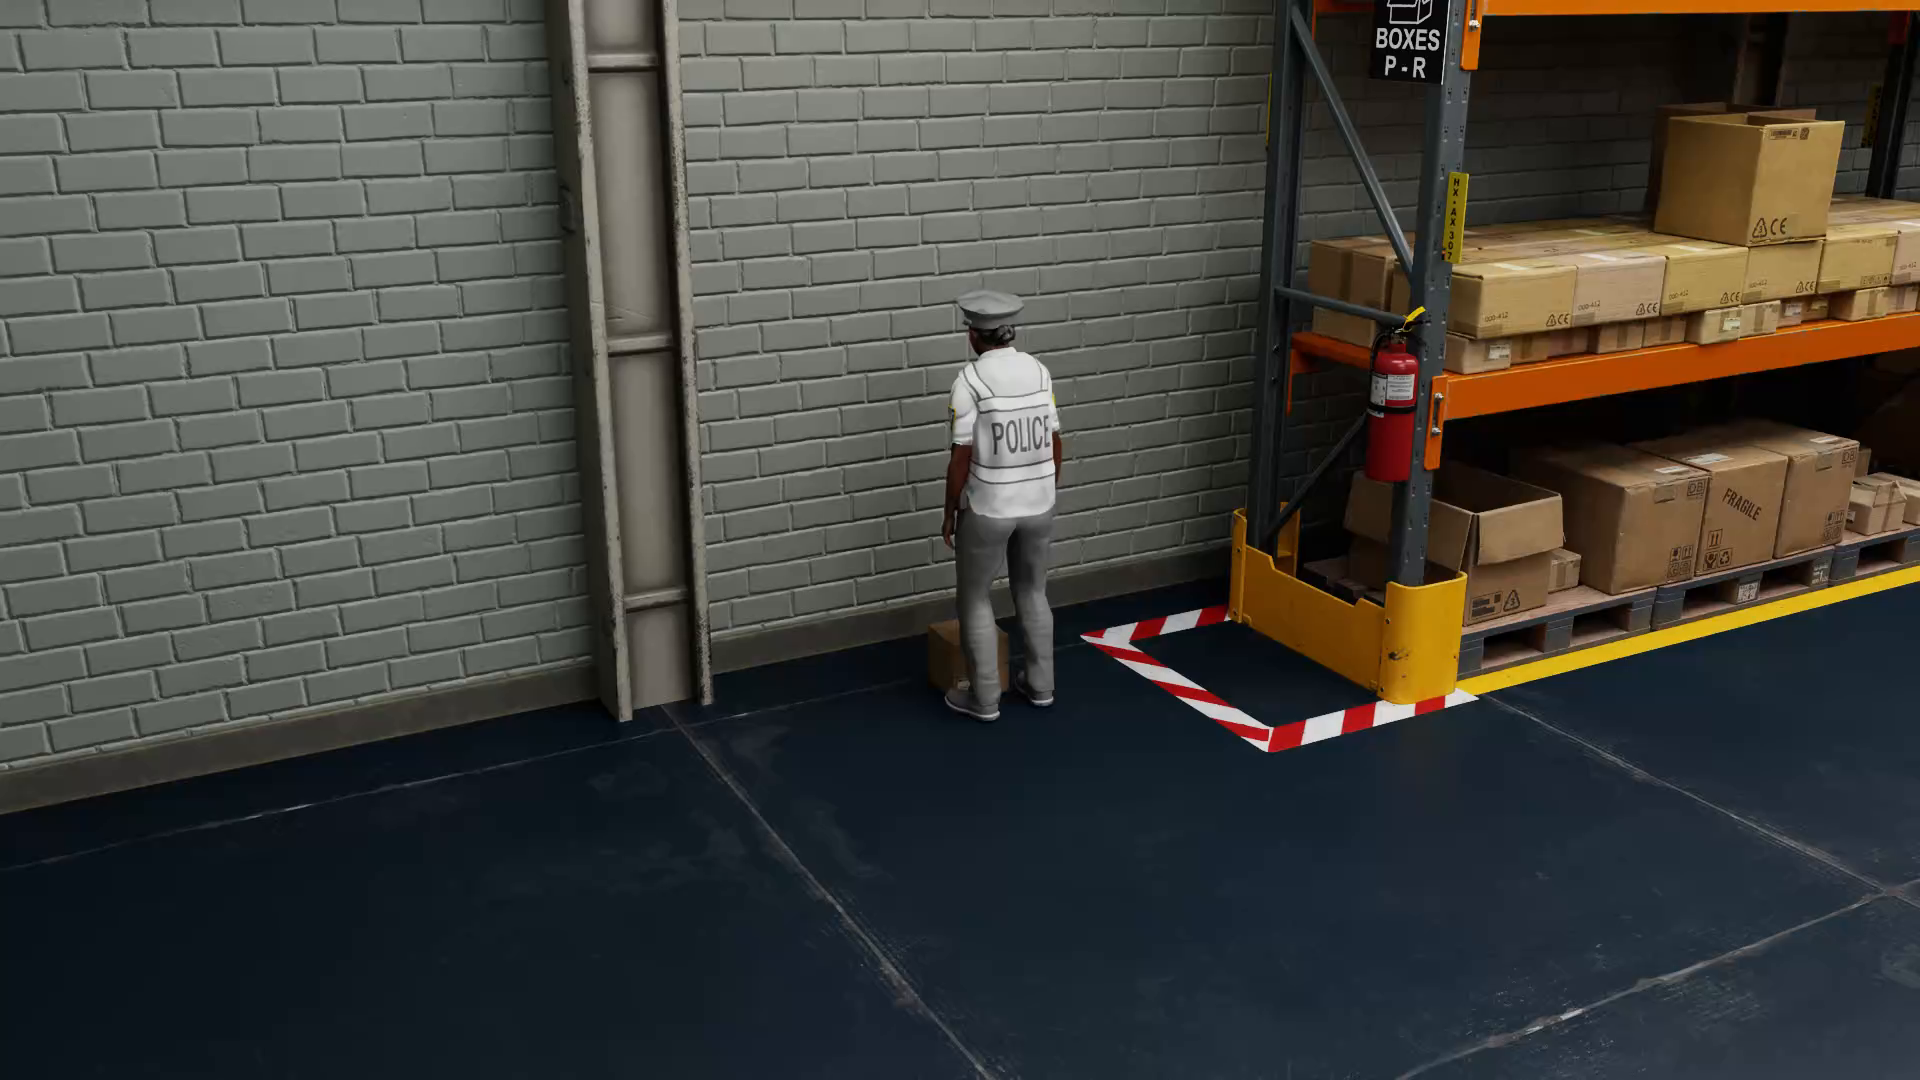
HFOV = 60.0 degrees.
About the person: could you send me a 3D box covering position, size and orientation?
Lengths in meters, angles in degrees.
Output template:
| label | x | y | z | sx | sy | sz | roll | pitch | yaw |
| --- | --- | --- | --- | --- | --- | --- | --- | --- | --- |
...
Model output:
| label | x | y | z | sx | sy | sz | roll | pitch | yaw |
| --- | --- | --- | --- | --- | --- | --- | --- | --- | --- |
| person | 0.163 | -0.119 | 6.415 | 0.504 | 1.658 | 0.394 | -10 | 21 | -26 |
